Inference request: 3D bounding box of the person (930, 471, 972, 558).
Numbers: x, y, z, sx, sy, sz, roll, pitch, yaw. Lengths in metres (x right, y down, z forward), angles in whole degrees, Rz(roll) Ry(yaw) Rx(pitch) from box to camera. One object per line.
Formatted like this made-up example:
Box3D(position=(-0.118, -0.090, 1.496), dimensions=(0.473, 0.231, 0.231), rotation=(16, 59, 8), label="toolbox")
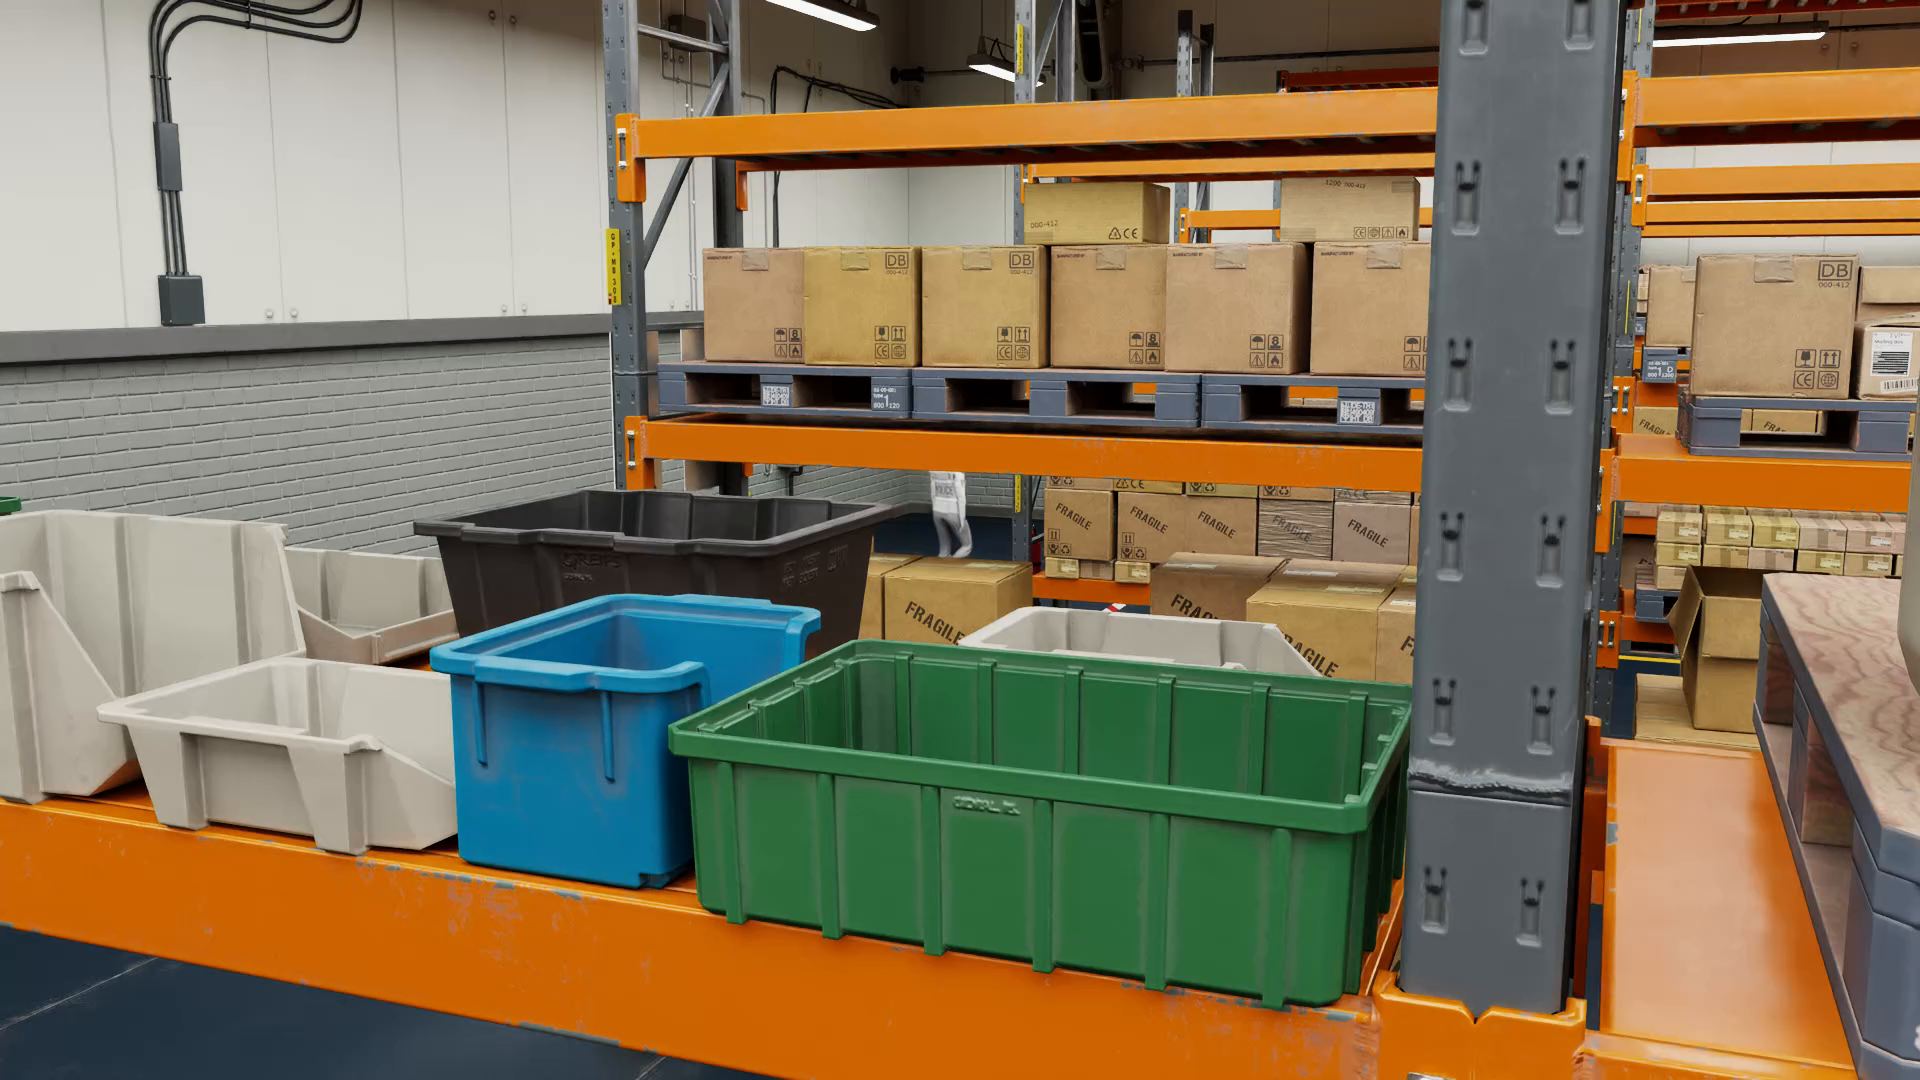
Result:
Box3D(position=(-0.119, -0.262, 18.302), dimensions=(0.492, 1.682, 0.435), rotation=(6, 11, 33), label="person")
